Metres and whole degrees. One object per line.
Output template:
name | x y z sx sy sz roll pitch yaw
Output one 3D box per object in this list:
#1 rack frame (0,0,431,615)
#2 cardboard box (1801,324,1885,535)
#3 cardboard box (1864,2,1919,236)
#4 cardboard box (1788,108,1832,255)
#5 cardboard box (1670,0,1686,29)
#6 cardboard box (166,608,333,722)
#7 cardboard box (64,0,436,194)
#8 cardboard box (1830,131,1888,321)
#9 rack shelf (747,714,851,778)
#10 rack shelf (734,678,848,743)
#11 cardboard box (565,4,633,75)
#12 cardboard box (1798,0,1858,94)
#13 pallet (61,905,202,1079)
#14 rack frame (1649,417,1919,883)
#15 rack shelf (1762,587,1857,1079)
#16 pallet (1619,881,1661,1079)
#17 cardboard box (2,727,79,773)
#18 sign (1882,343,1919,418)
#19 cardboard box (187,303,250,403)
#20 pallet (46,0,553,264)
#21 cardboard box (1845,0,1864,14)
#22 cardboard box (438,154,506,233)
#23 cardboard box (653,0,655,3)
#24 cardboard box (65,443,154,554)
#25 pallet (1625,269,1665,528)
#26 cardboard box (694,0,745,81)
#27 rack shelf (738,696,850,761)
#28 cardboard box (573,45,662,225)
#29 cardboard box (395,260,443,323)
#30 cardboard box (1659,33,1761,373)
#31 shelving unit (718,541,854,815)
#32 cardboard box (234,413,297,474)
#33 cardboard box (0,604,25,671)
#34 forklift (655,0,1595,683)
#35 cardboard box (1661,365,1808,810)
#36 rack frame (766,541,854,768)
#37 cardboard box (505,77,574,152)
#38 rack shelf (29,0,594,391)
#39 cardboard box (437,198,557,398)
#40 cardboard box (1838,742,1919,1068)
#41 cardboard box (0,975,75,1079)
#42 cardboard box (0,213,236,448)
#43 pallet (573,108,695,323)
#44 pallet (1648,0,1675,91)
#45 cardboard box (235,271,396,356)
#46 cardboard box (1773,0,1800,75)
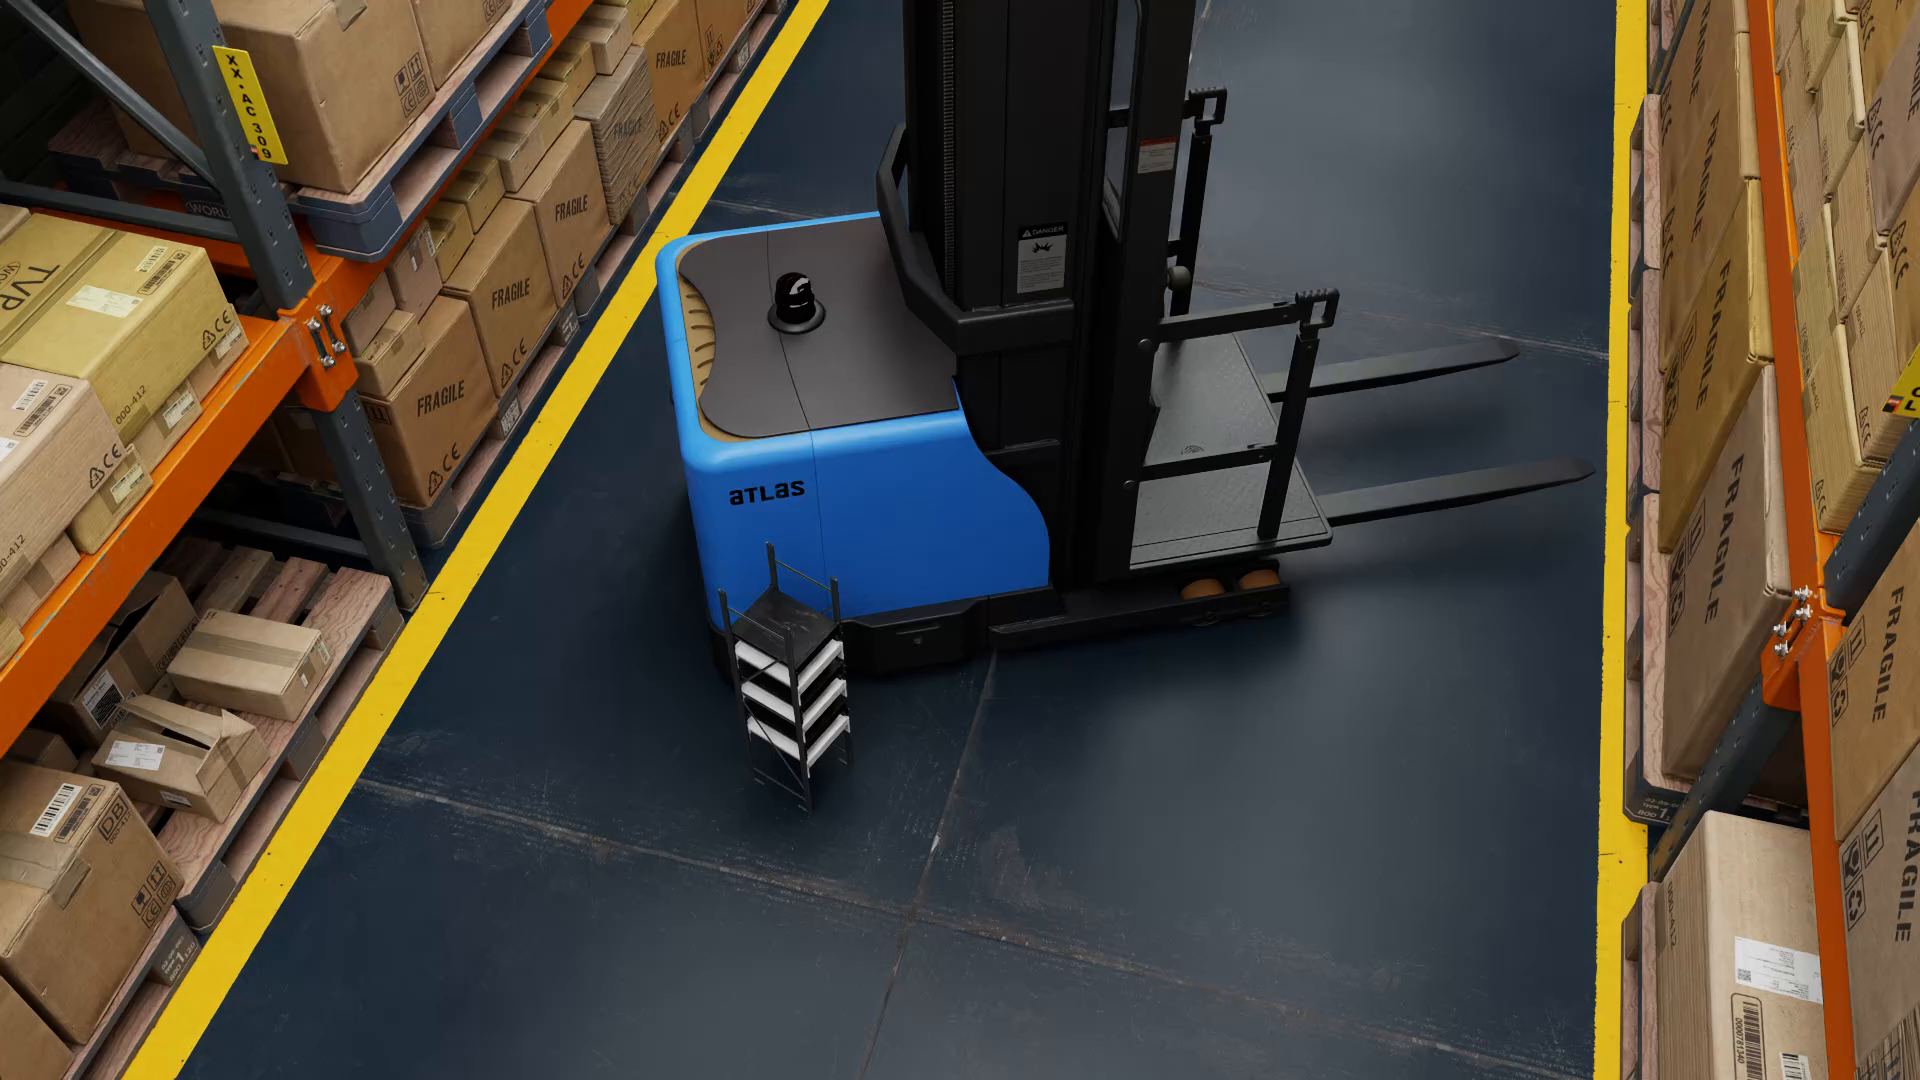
rack frame | -2.285 -0.889 4.534 1.000 3.000 0.127 12 50 10
cardboard box | 2.380 -0.236 4.058 0.500 0.250 0.500 10 49 9
cardboard box | 2.510 -1.024 3.920 0.500 0.500 0.500 12 50 11
cardboard box | 2.666 -0.966 4.702 0.500 0.250 0.500 10 49 9
cardboard box | 3.716 -2.481 7.412 0.950 0.372 0.625 9 49 7
cardboard box | -2.148 0.377 5.038 0.380 0.149 0.250 10 49 9
cardboard box | -1.941 -1.366 4.608 0.700 0.500 0.500 13 50 11
cardboard box | 2.511 -0.757 4.184 0.500 0.250 0.500 13 50 11
rack shelf | -0.487 0.558 4.942 0.258 0.077 0.200 27 54 22
rack shelf | -0.487 0.439 4.807 0.258 0.077 0.200 27 54 22
cardboard box | -1.493 -1.947 6.423 0.380 0.149 0.250 9 49 8
cardboard box | 2.760 -1.507 4.846 0.500 0.250 0.500 12 50 11
pallet | -2.785 1.416 4.360 1.003 0.211 1.213 12 50 10
rack frame | 2.505 0.088 3.671 1.000 3.000 0.127 12 50 10
rack shelf | 1.979 1.773 2.664 1.077 0.370 4.000 12 50 10
pallet | 2.229 1.546 4.245 1.003 0.211 1.213 12 50 10
cardboard box | -2.801 0.661 4.788 0.380 0.149 0.250 11 49 10
sign | 1.979 -0.369 3.355 0.100 0.325 0.005 12 50 10
cardboard box | -2.125 -0.525 4.380 0.380 0.149 0.250 12 50 11
pallet | -1.969 -1.381 5.097 1.003 0.211 1.213 12 50 10
cardboard box | 2.784 -1.764 4.573 0.500 0.500 0.500 12 50 11
cardboard box | -1.820 -1.226 5.786 0.380 0.149 0.250 11 49 9
cardboard box | -1.384 -2.334 6.764 0.380 0.149 0.250 13 50 11
cardboard box | -2.217 -0.140 4.040 0.380 0.149 0.250 13 50 11
pallet | 2.955 -0.447 6.004 1.003 0.211 1.213 12 50 10
cardboard box | -1.277 -2.385 7.242 0.500 0.500 0.500 11 49 9
rack shelf | -0.487 0.499 4.874 0.258 0.077 0.200 27 54 22
cardboard box | -1.531 -1.627 6.572 0.500 0.500 0.500 10 49 9
cardboard box | -1.935 -0.838 5.443 0.380 0.149 0.250 10 49 9
cardboard box | 3.057 -1.113 5.869 0.875 0.875 0.875 12 50 10
shelving unit | -0.487 0.417 4.782 0.258 0.900 0.210 27 54 22
cardboard box | -2.441 -0.614 5.678 0.500 0.500 0.500 11 50 10
cardboard box | -2.353 0.235 3.709 0.380 0.149 0.250 11 49 9
forklift | 0.614 -1.067 4.736 3.031 2.935 1.130 -9 49 -8
cardboard box | 2.591 0.188 4.720 0.875 0.875 0.875 13 50 11
rack frame | -0.429 0.354 4.837 0.240 0.900 0.006 27 54 22
cardboard box | -1.650 -1.579 6.097 0.380 0.149 0.250 13 50 11
rack shelf | -1.758 -2.097 6.080 1.077 0.370 4.000 12 50 10
cardboard box | -1.809 -0.893 5.925 0.500 0.500 0.500 11 49 10
cardboard box | 1.993 0.706 3.059 0.500 0.500 0.500 12 50 10
cardboard box | -2.587 1.296 3.993 0.500 0.500 0.500 12 50 11
cardboard box | -2.183 -0.521 4.111 0.500 0.250 0.500 13 50 11
pallet | -1.788 -1.447 6.886 1.003 0.211 1.213 12 50 10
pallet | 3.765 -2.447 7.769 1.003 0.211 1.213 12 50 10
cardboard box | -1.992 -0.732 5.152 0.380 0.149 0.250 11 49 9
cardboard box | 2.925 -1.698 5.348 0.500 0.250 0.500 13 50 11
